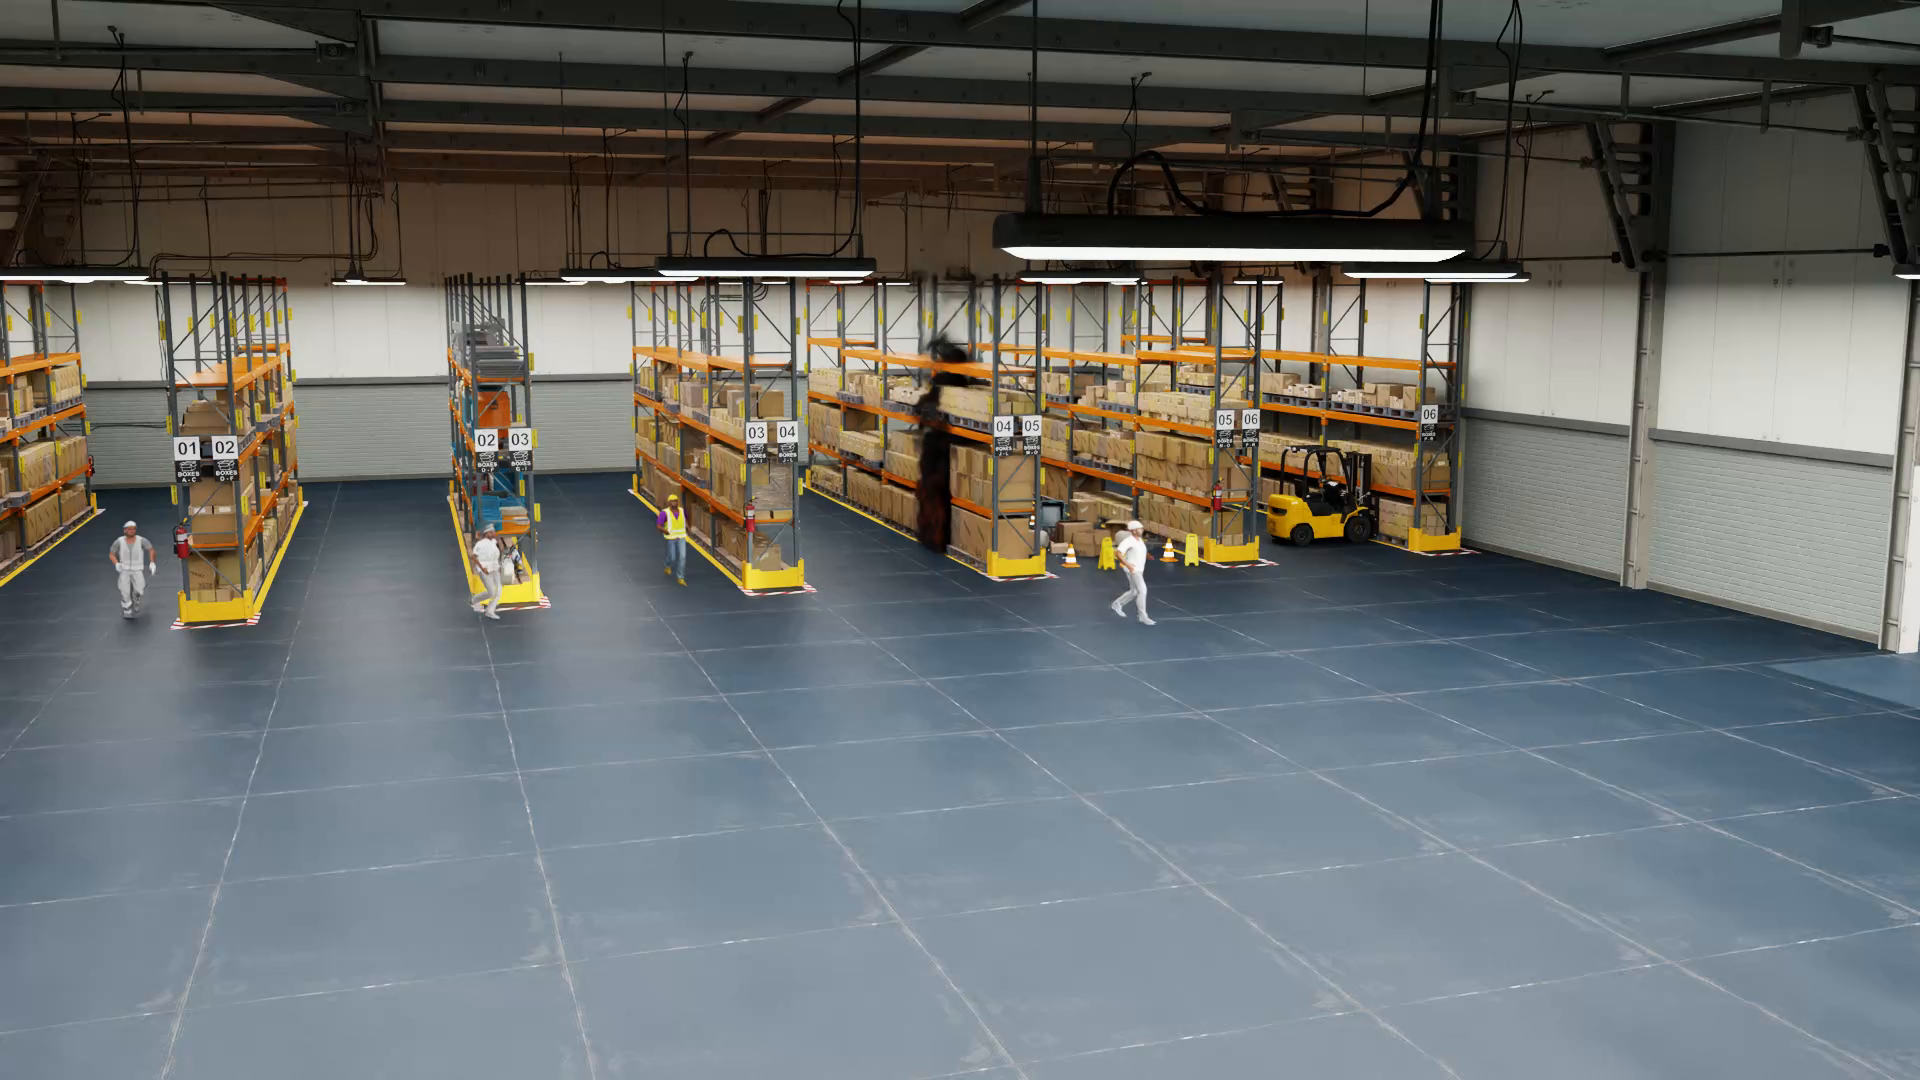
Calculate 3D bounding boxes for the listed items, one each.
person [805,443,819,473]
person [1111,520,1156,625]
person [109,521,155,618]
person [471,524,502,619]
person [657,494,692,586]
[{"bbox_3d":[-4.418,-2.585,49.832,0.574,1.671,0.731,1,9,8],"label":"person"},{"bbox_3d":[2.987,0.542,28.613,0.849,1.777,0.695,4,9,22],"label":"person"},{"bbox_3d":[-14.370,0.521,28.890,0.719,1.717,0.557,-4,10,-26],"label":"person"},{"bbox_3d":[-8.295,0.545,29.113,0.531,1.671,0.599,4,9,25],"label":"person"},{"bbox_3d":[-5.566,-0.027,32.552,0.712,1.754,0.932,-4,9,-24],"label":"person"}]
